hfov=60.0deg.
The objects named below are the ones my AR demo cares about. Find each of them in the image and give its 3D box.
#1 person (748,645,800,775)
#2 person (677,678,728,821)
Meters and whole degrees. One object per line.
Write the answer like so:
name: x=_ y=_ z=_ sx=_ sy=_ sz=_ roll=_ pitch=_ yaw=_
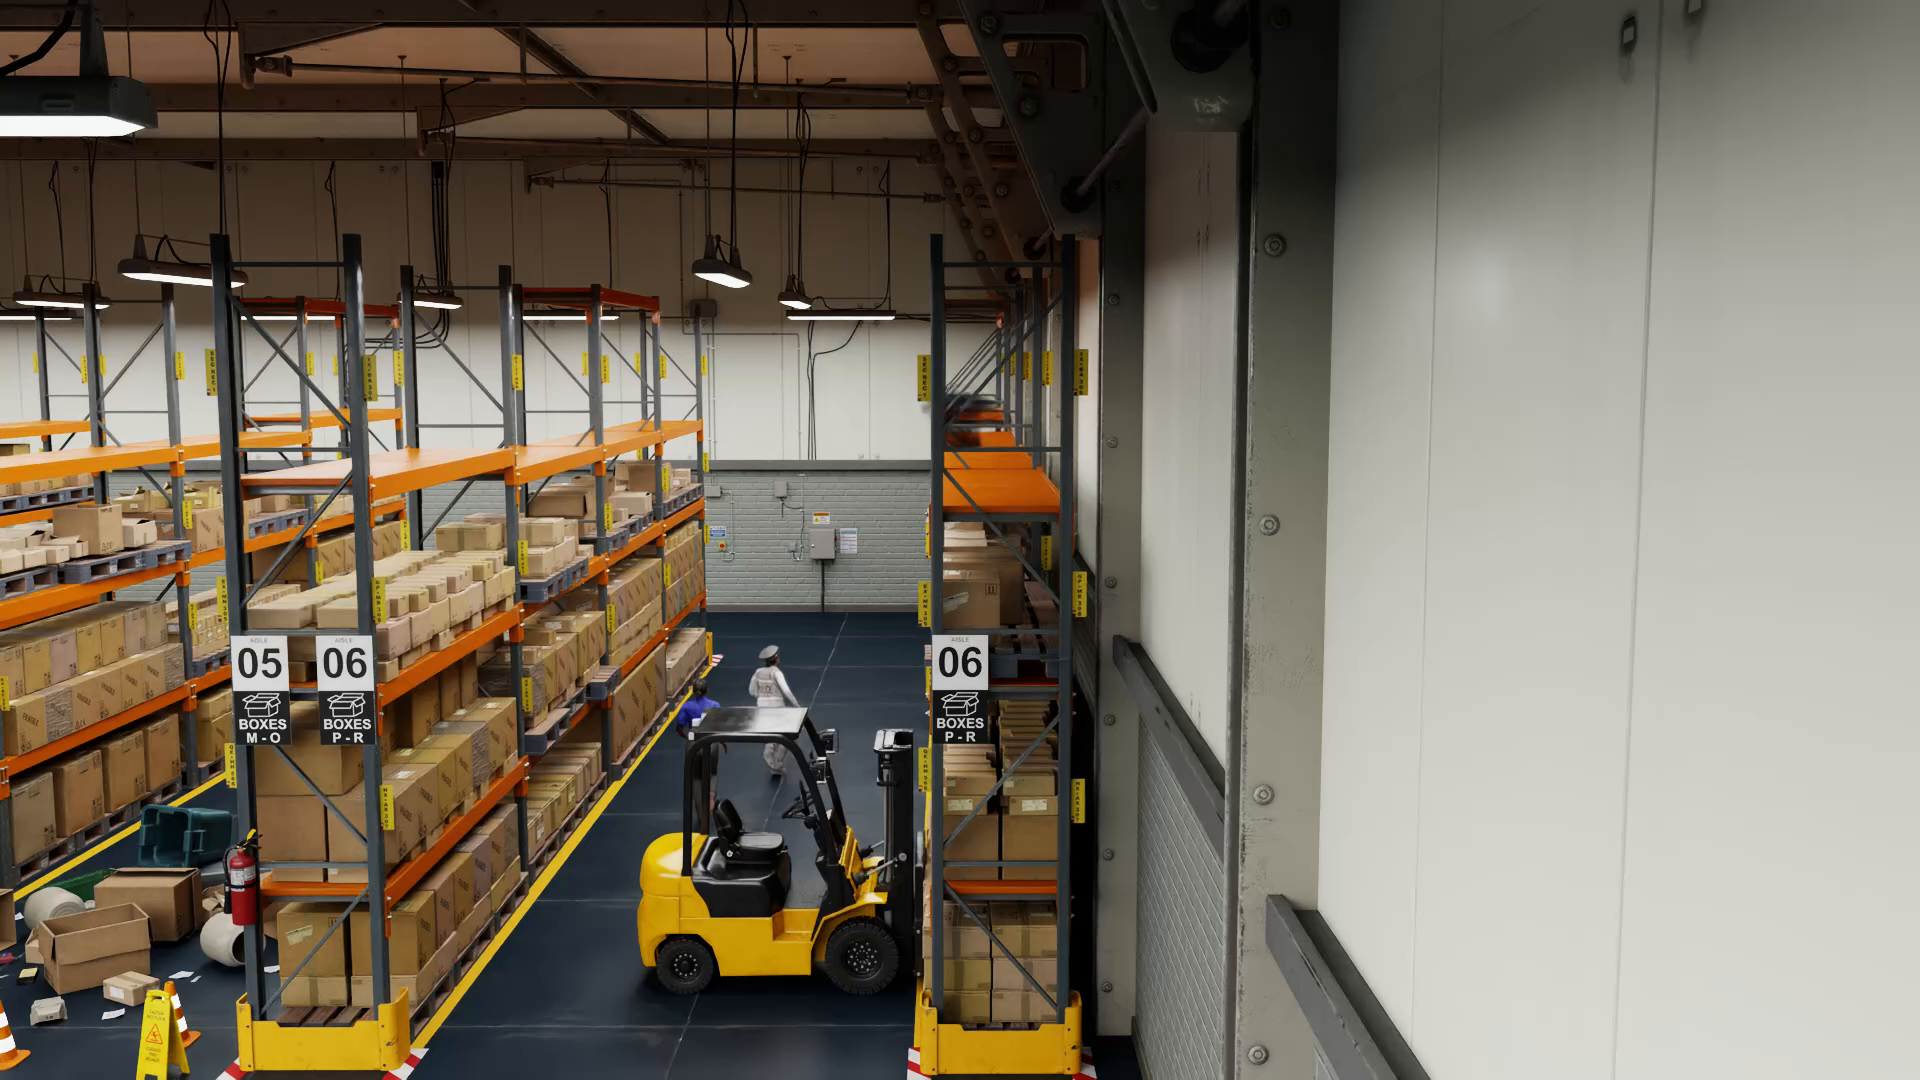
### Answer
person: x=-2.338 y=2.119 z=20.640 sx=0.680 sy=1.606 sz=0.504 roll=3 pitch=7 yaw=22
person: x=-2.873 y=2.338 z=18.553 sx=0.563 sy=1.612 sz=0.596 roll=-1 pitch=6 yaw=-6
